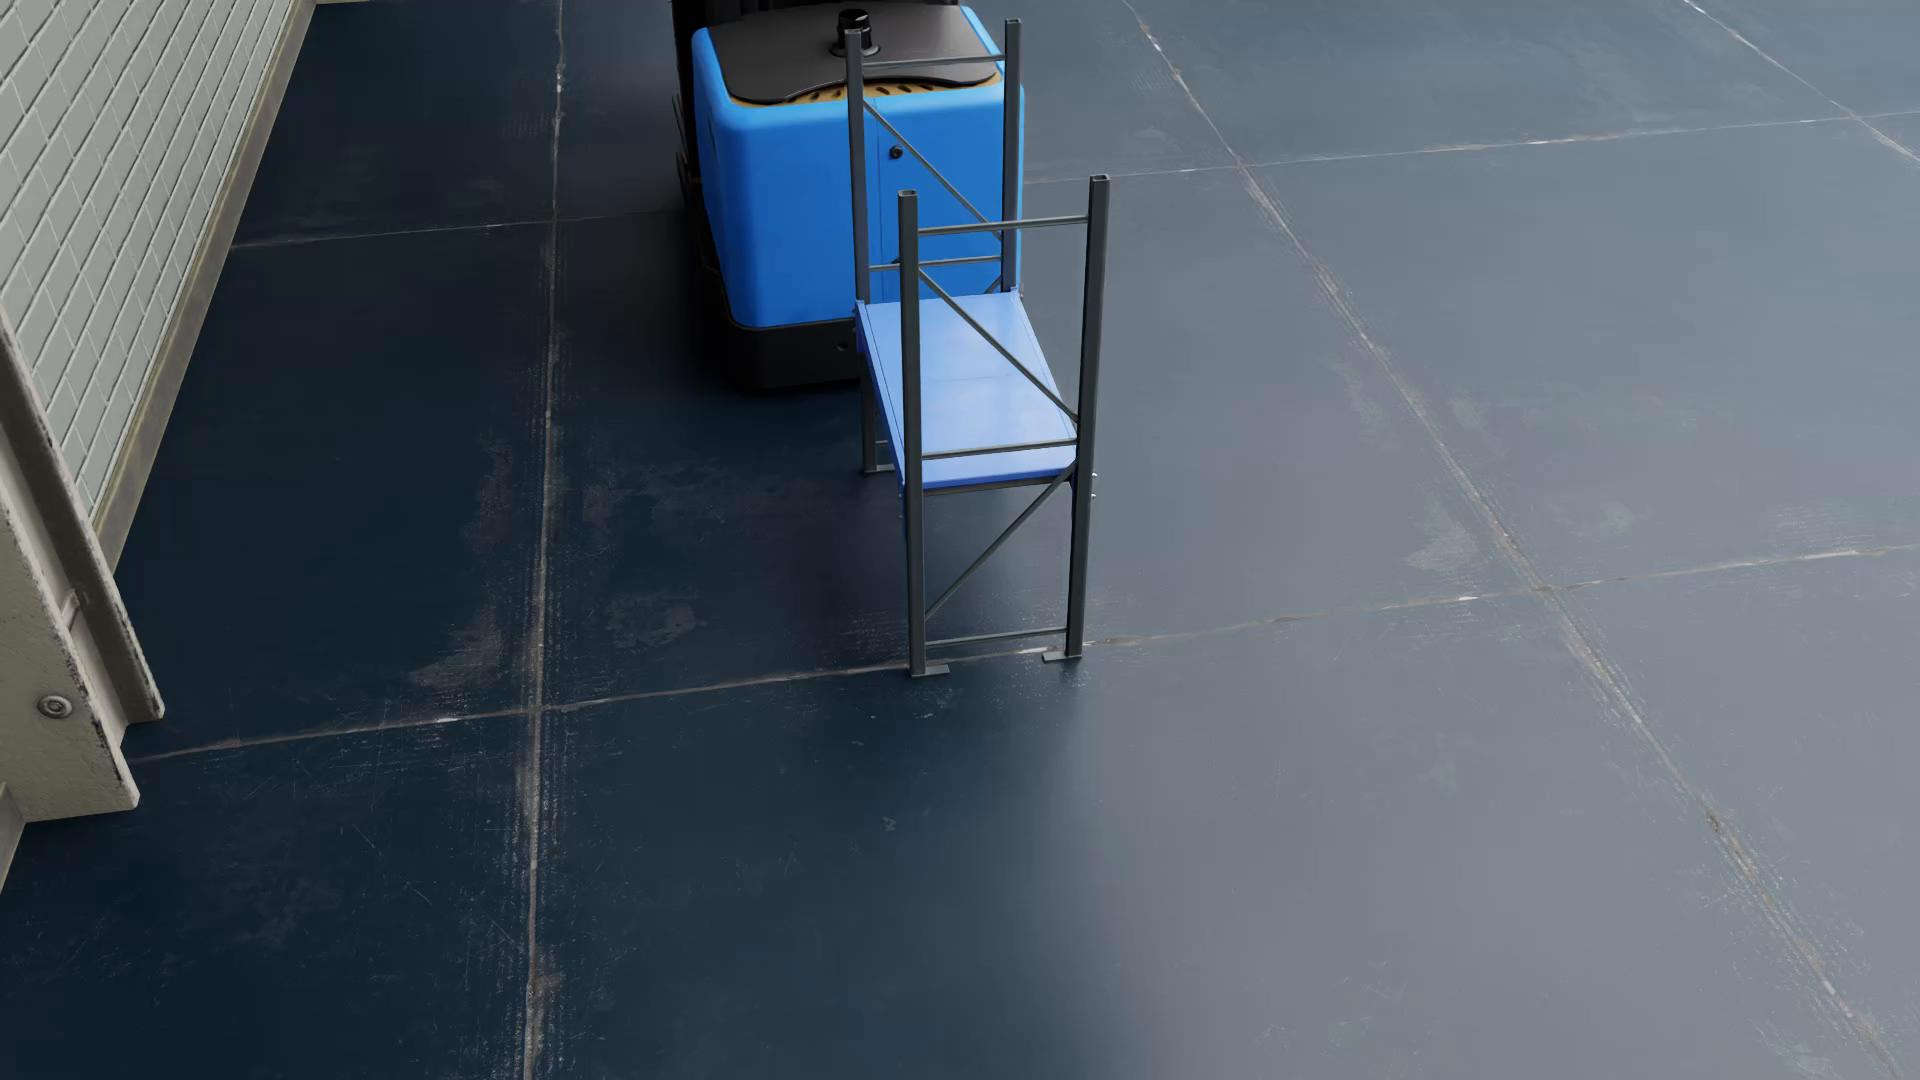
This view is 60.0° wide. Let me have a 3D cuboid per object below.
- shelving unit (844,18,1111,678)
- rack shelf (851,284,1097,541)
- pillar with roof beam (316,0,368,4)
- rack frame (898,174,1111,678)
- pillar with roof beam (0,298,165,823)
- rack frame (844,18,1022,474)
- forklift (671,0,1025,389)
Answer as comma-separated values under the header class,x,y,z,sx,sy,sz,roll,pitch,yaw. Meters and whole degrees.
class,x,y,z,sx,sy,sz,roll,pitch,yaw
shelving unit,0.015,-0.541,4.724,0.538,1.500,1.048,-6,38,-8
rack shelf,0.015,-0.399,4.834,0.538,0.185,1.000,-6,38,-8
pillar with roof beam,0.845,-7.042,6.979,9.100,9.000,0.400,-6,38,-8
rack frame,0.104,-0.234,4.328,0.500,1.500,0.032,-6,38,-8
pillar with roof beam,1.897,-3.418,2.314,9.100,9.000,0.400,-6,38,-8
rack frame,-0.074,-0.848,5.119,0.500,1.500,0.032,-6,38,-8
forklift,-0.604,-2.591,6.196,1.130,2.935,3.031,-8,39,-10
